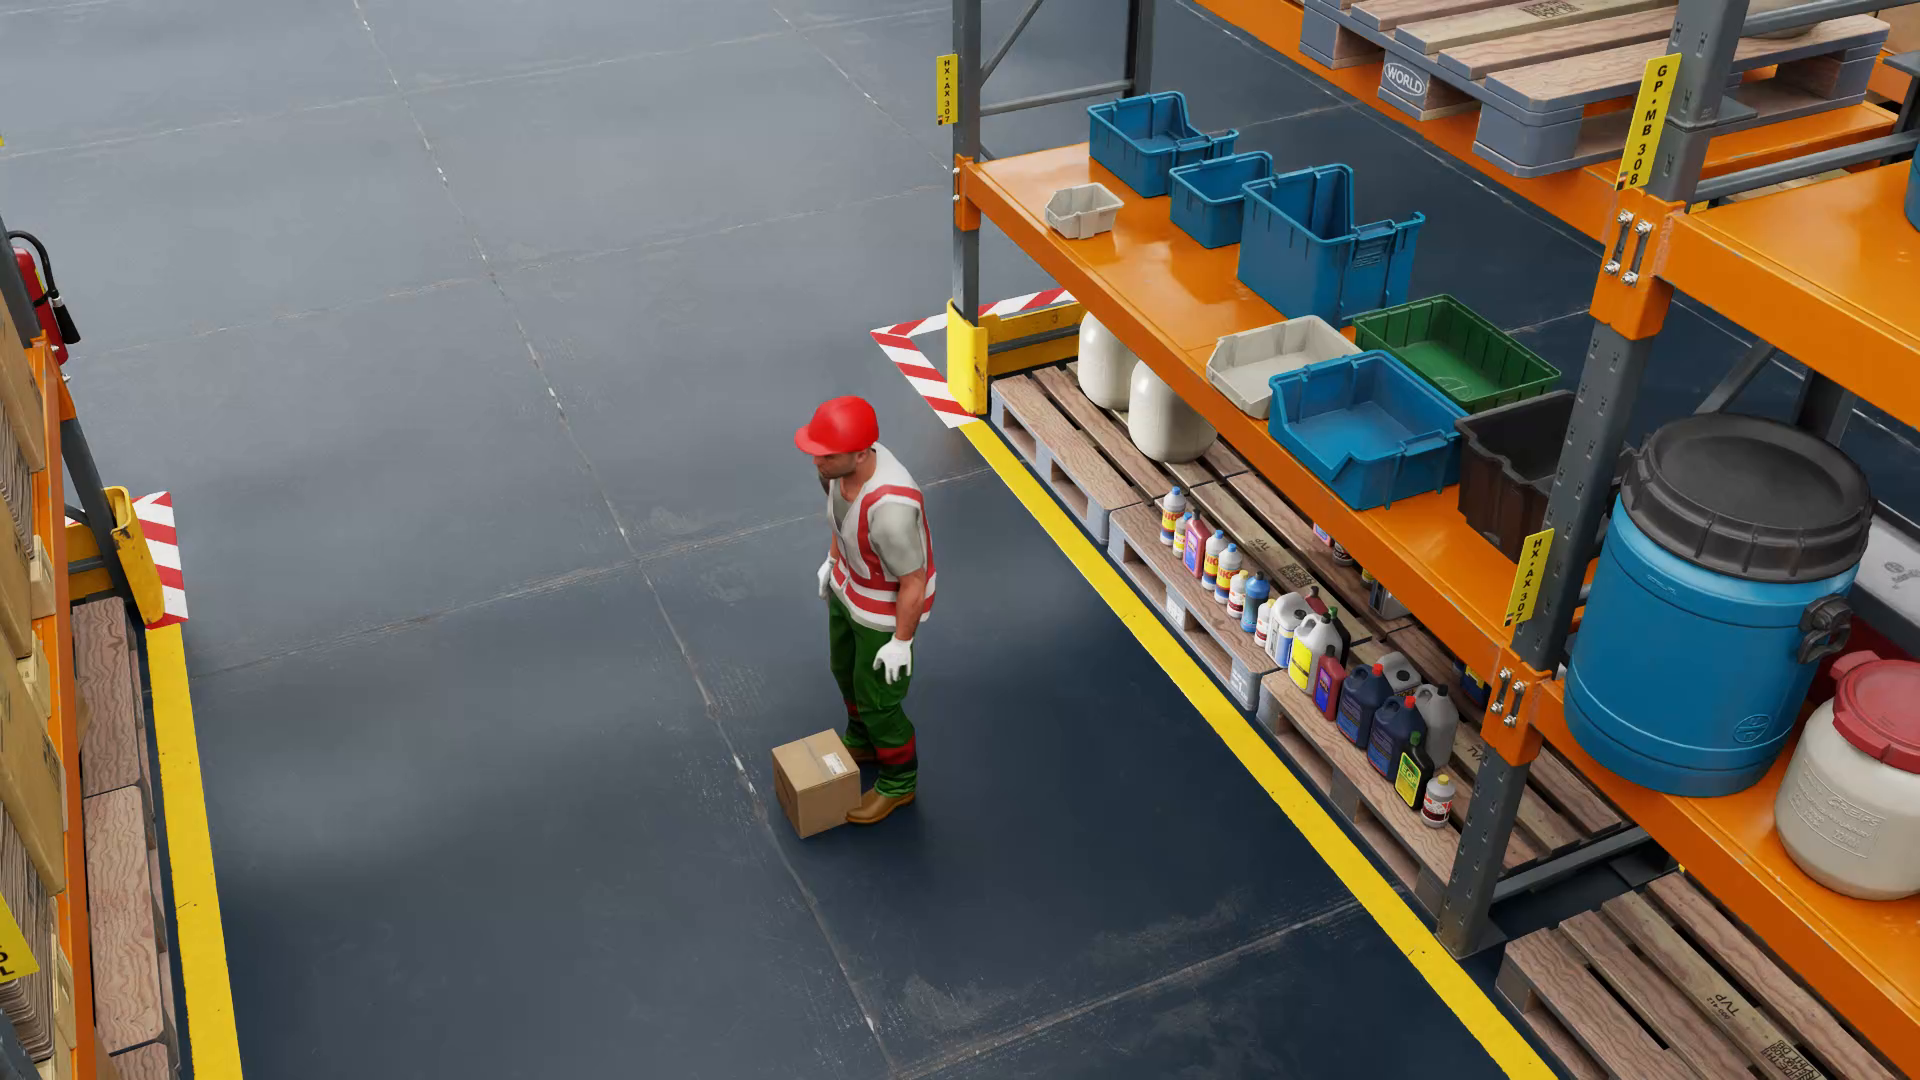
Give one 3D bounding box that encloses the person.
[{"bbox_3d":[-0.331,0.235,5.826,0.454,1.777,0.606,-17,40,-22],"label":"person"}]
